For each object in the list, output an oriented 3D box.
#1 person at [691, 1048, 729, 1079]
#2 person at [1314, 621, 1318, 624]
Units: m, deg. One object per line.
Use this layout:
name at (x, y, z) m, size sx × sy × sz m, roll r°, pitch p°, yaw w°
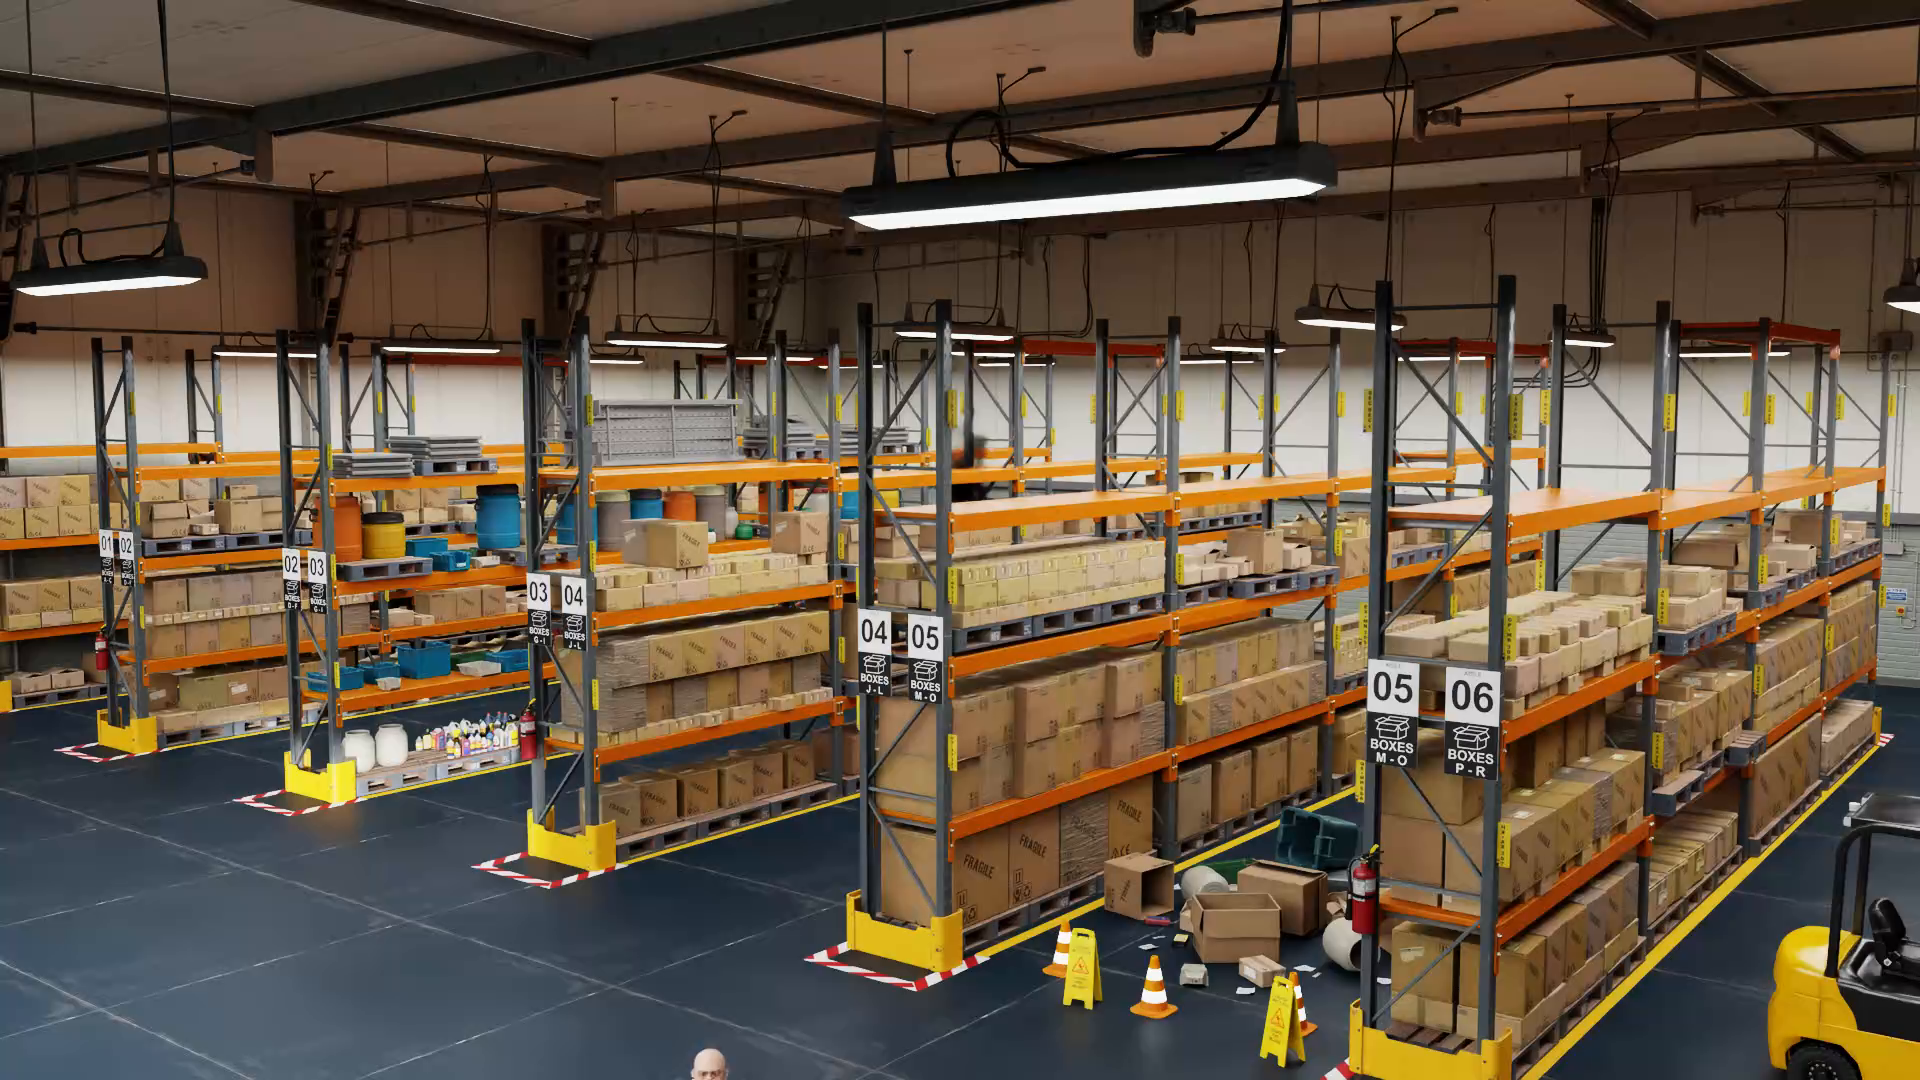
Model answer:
person at (-1.324, 3.543, 8.829) m, size 0.712 × 1.739 × 0.652 m, roll -1°, pitch 5°, yaw -6°
person at (5.492, 2.078, 26.052) m, size 0.566 × 1.629 × 0.550 m, roll 3°, pitch 6°, yaw 28°
